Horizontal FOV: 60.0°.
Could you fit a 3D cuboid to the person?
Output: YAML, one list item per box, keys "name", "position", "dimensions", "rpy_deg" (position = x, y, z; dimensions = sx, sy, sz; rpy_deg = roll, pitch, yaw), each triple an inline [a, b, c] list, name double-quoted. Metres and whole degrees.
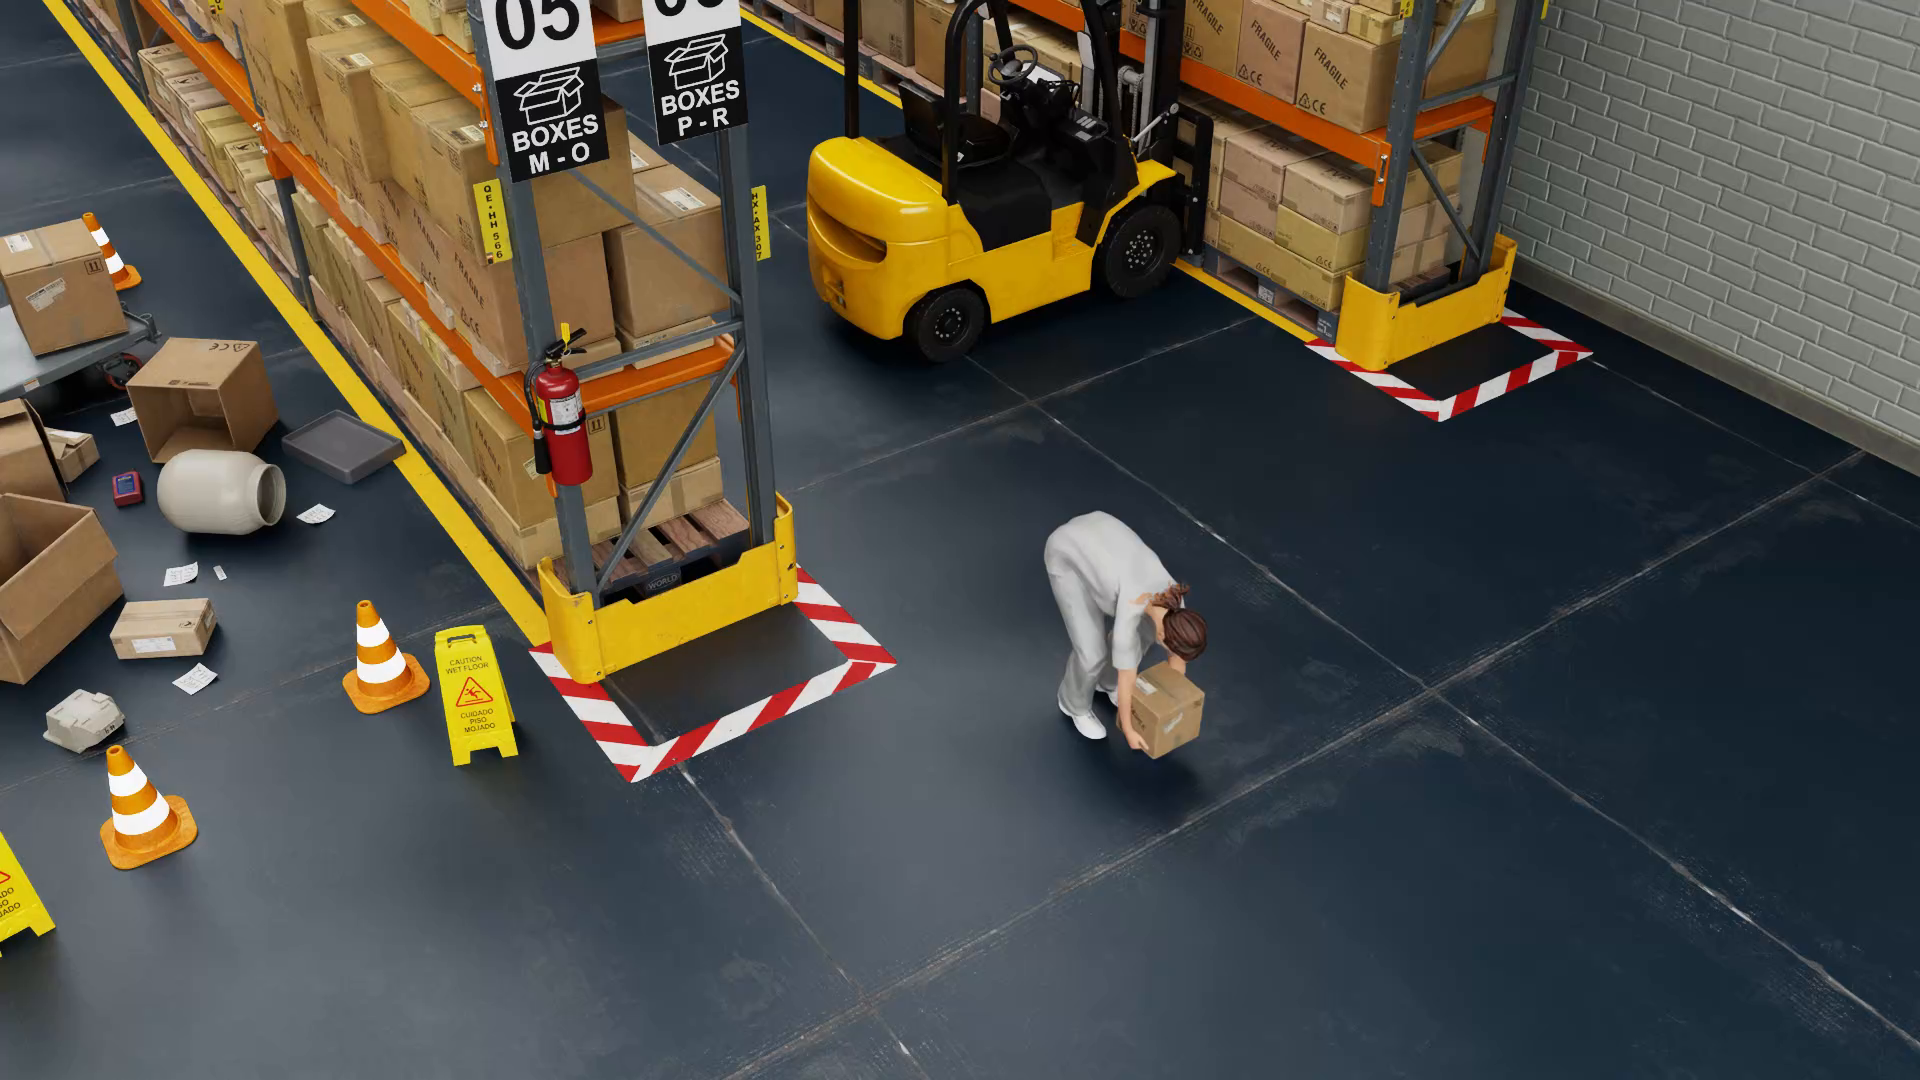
- name: "person"
  position: [0.706, 0.450, 7.012]
  dimensions: [0.446, 0.939, 0.863]
  rpy_deg: [-25, 43, -29]
